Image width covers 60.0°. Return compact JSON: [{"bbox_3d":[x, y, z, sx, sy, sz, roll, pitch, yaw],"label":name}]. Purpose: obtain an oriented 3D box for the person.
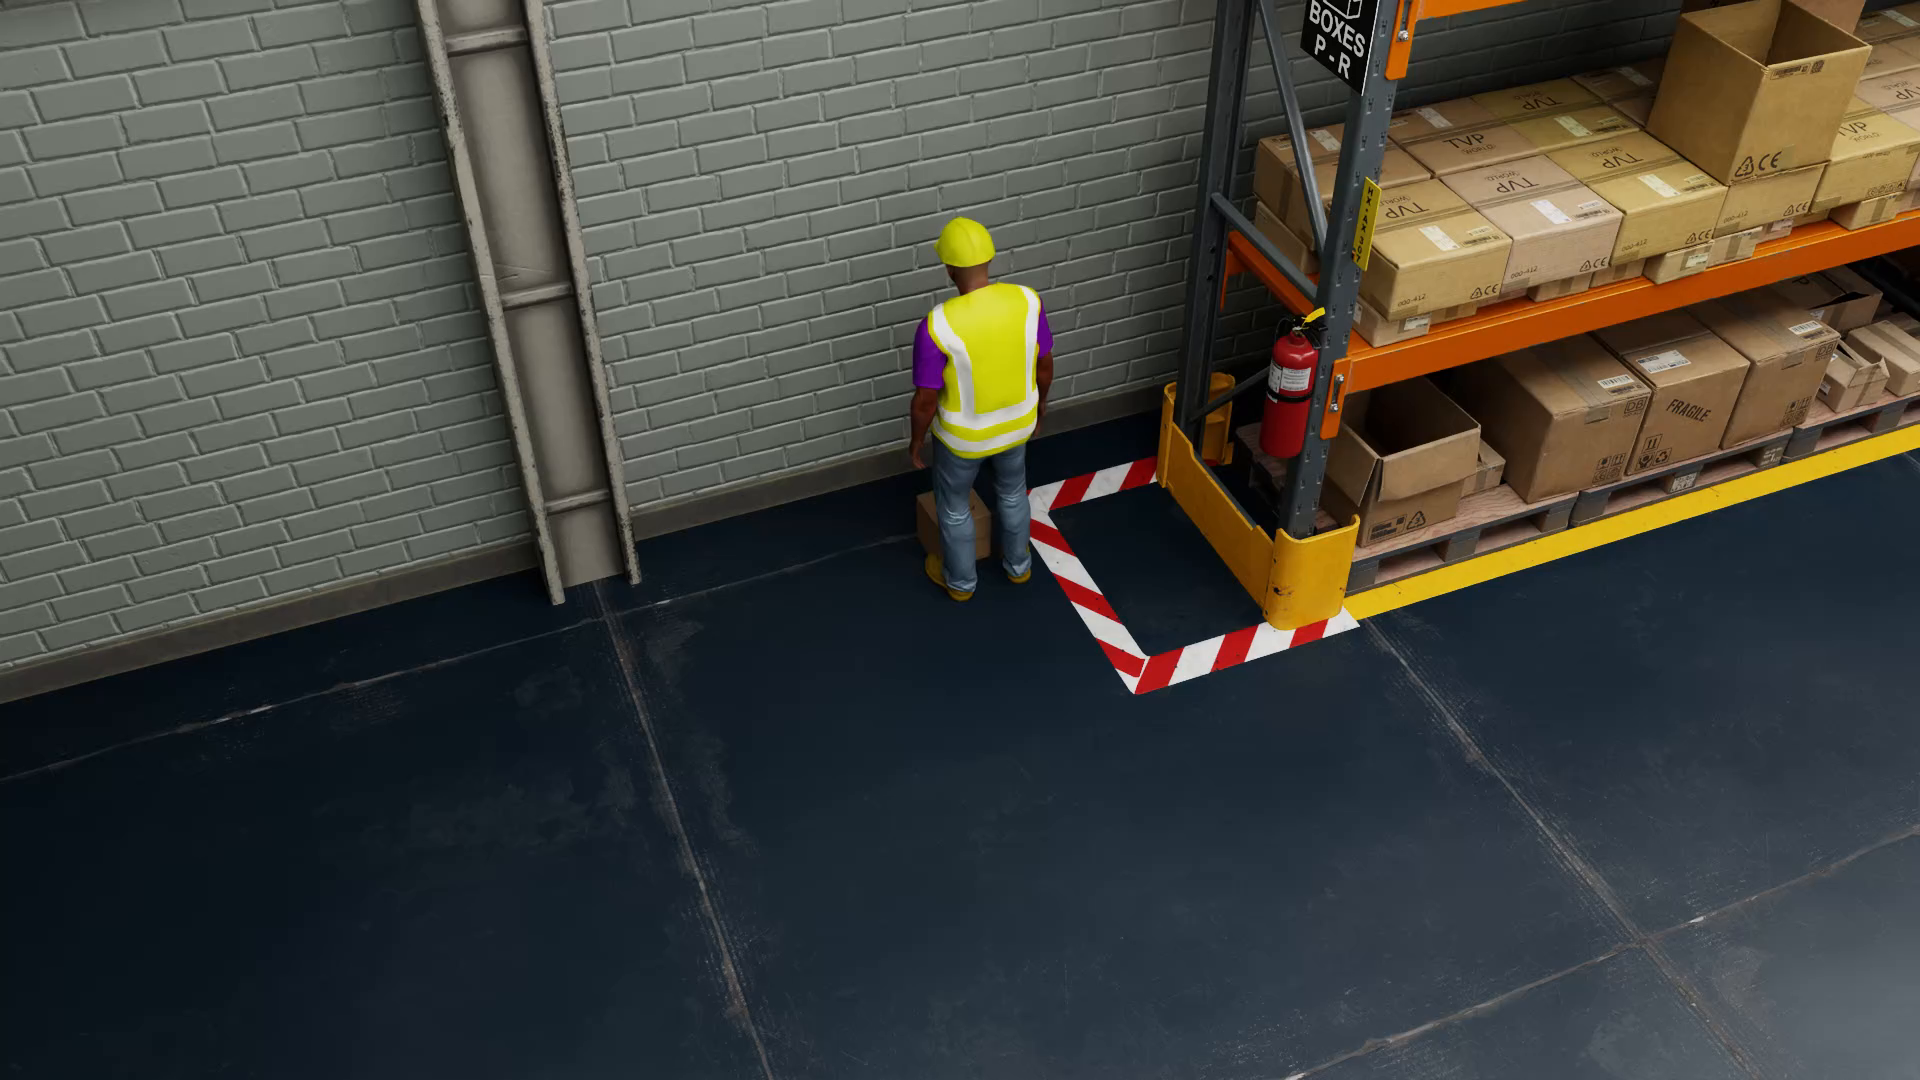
[{"bbox_3d":[0.079,-0.496,6.706,0.628,1.761,0.457,-15,44,-16],"label":"person"}]
